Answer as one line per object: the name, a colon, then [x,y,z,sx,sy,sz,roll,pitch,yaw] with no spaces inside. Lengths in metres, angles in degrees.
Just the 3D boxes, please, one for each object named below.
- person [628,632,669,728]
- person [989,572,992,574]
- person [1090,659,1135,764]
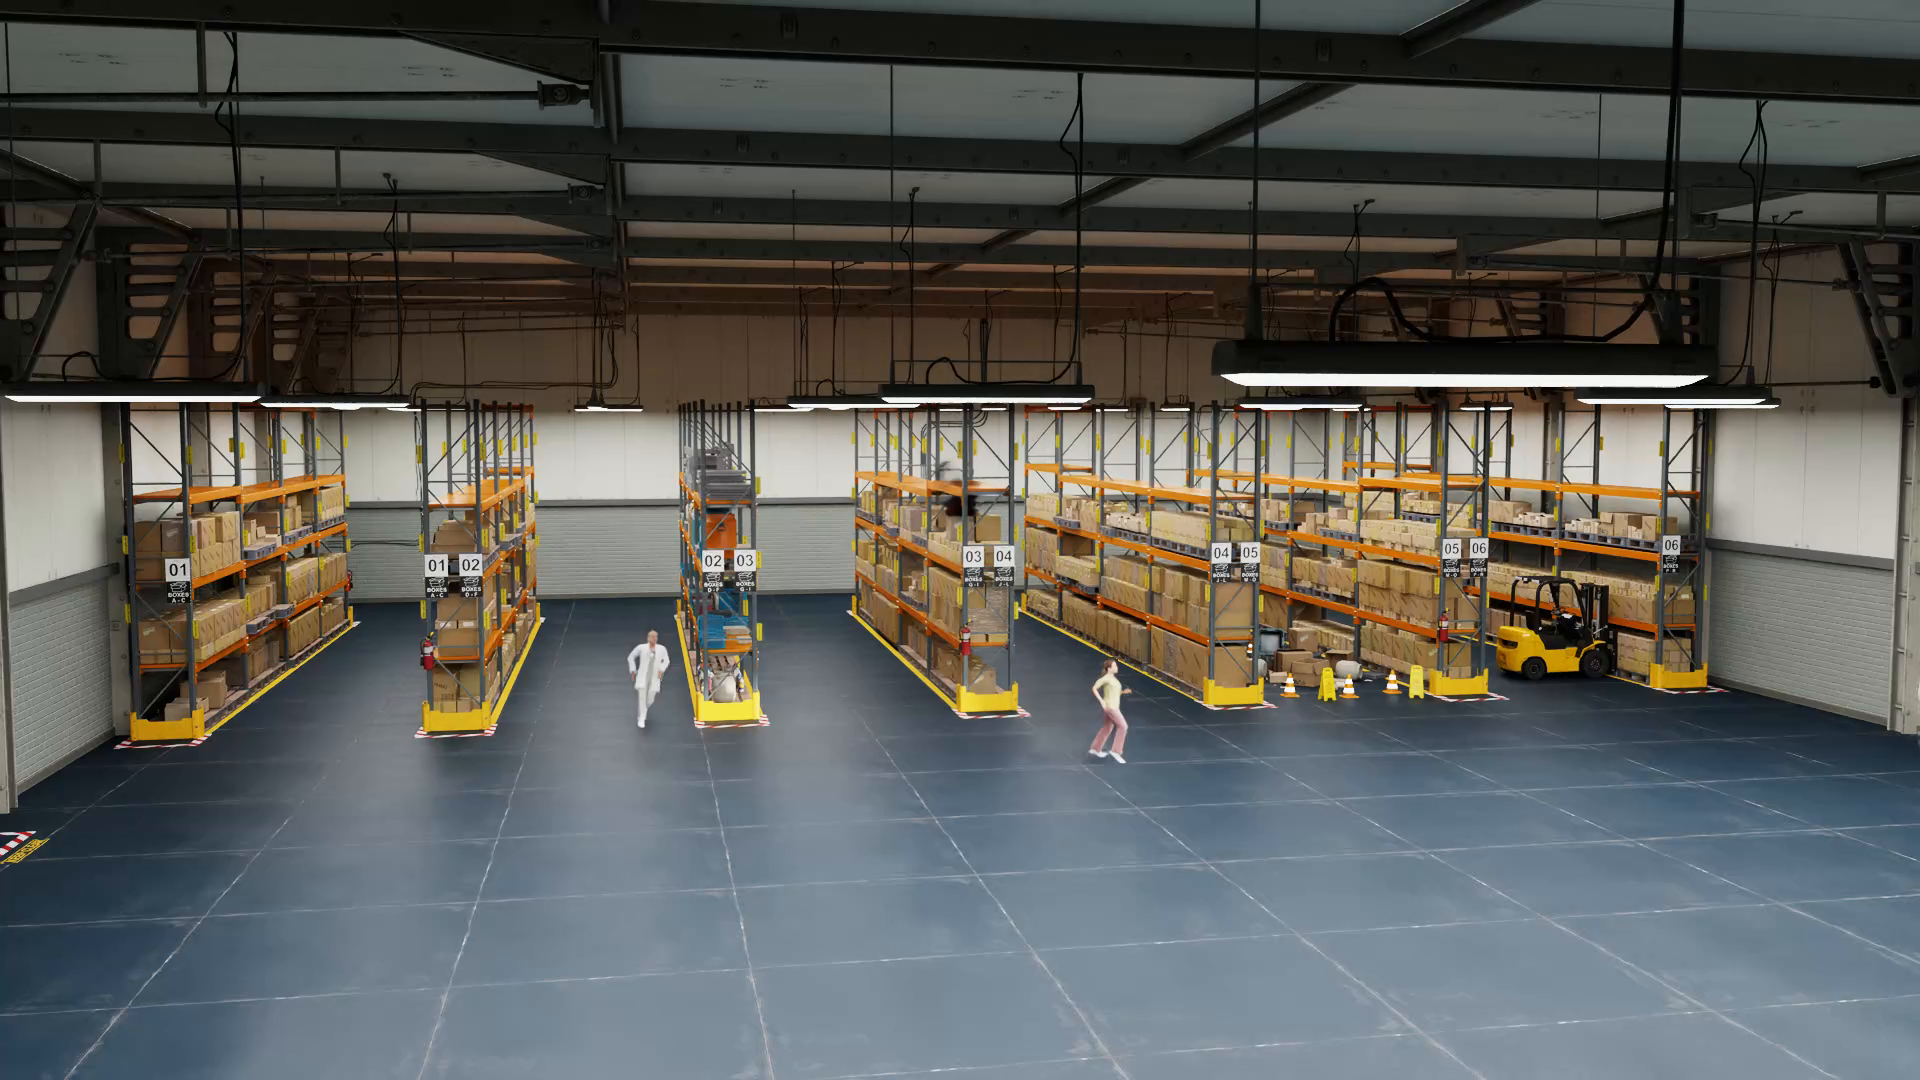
person: [-5.750,2.560,30.781,0.757,1.738,0.686,-1,5,-18]
person: [0.621,1.295,48.434,0.717,1.582,0.548,2,5,25]
person: [2.509,2.818,27.423,0.749,1.721,0.547,1,4,16]
